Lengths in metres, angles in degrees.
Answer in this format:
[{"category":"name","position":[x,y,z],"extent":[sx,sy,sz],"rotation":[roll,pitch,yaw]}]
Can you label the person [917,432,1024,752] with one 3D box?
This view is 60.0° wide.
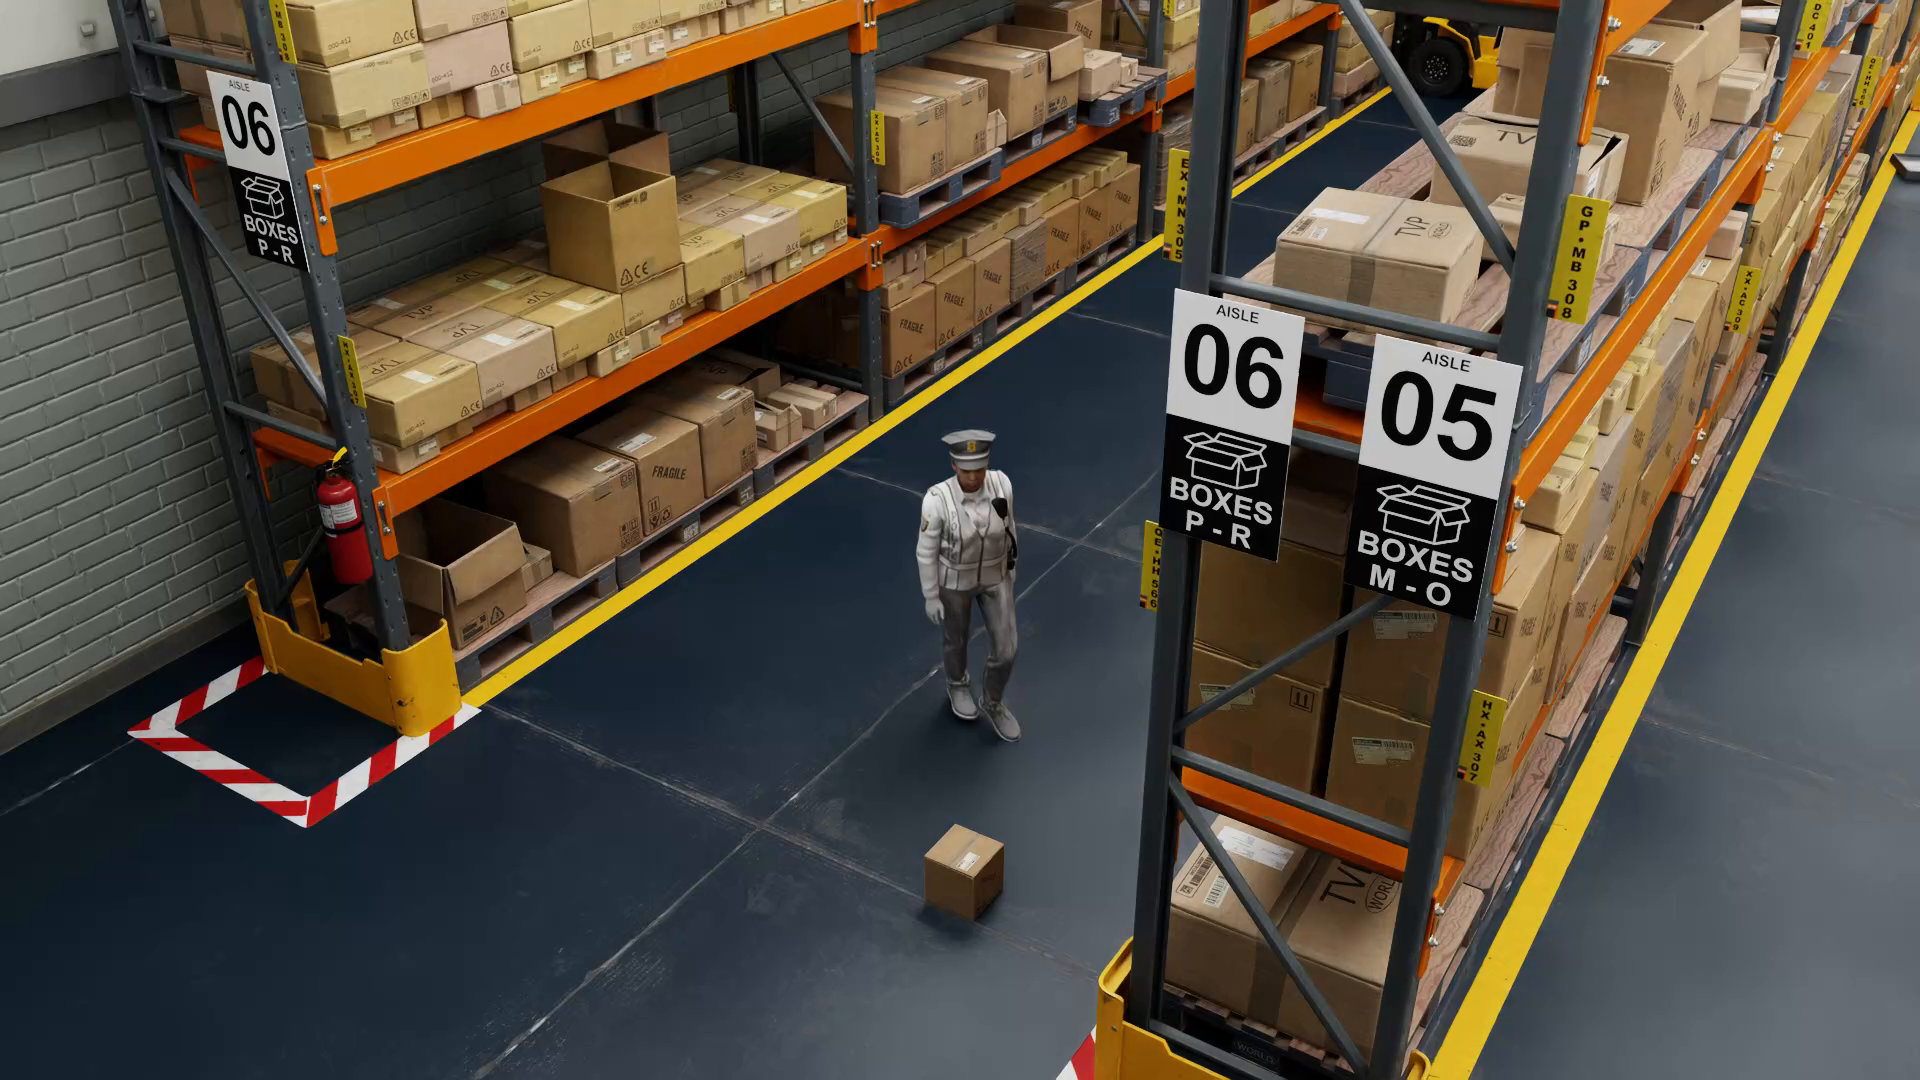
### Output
[{"category":"person","position":[0.040,0.207,7.834],"extent":[0.519,1.707,0.535],"rotation":[-7,31,-12]}]
